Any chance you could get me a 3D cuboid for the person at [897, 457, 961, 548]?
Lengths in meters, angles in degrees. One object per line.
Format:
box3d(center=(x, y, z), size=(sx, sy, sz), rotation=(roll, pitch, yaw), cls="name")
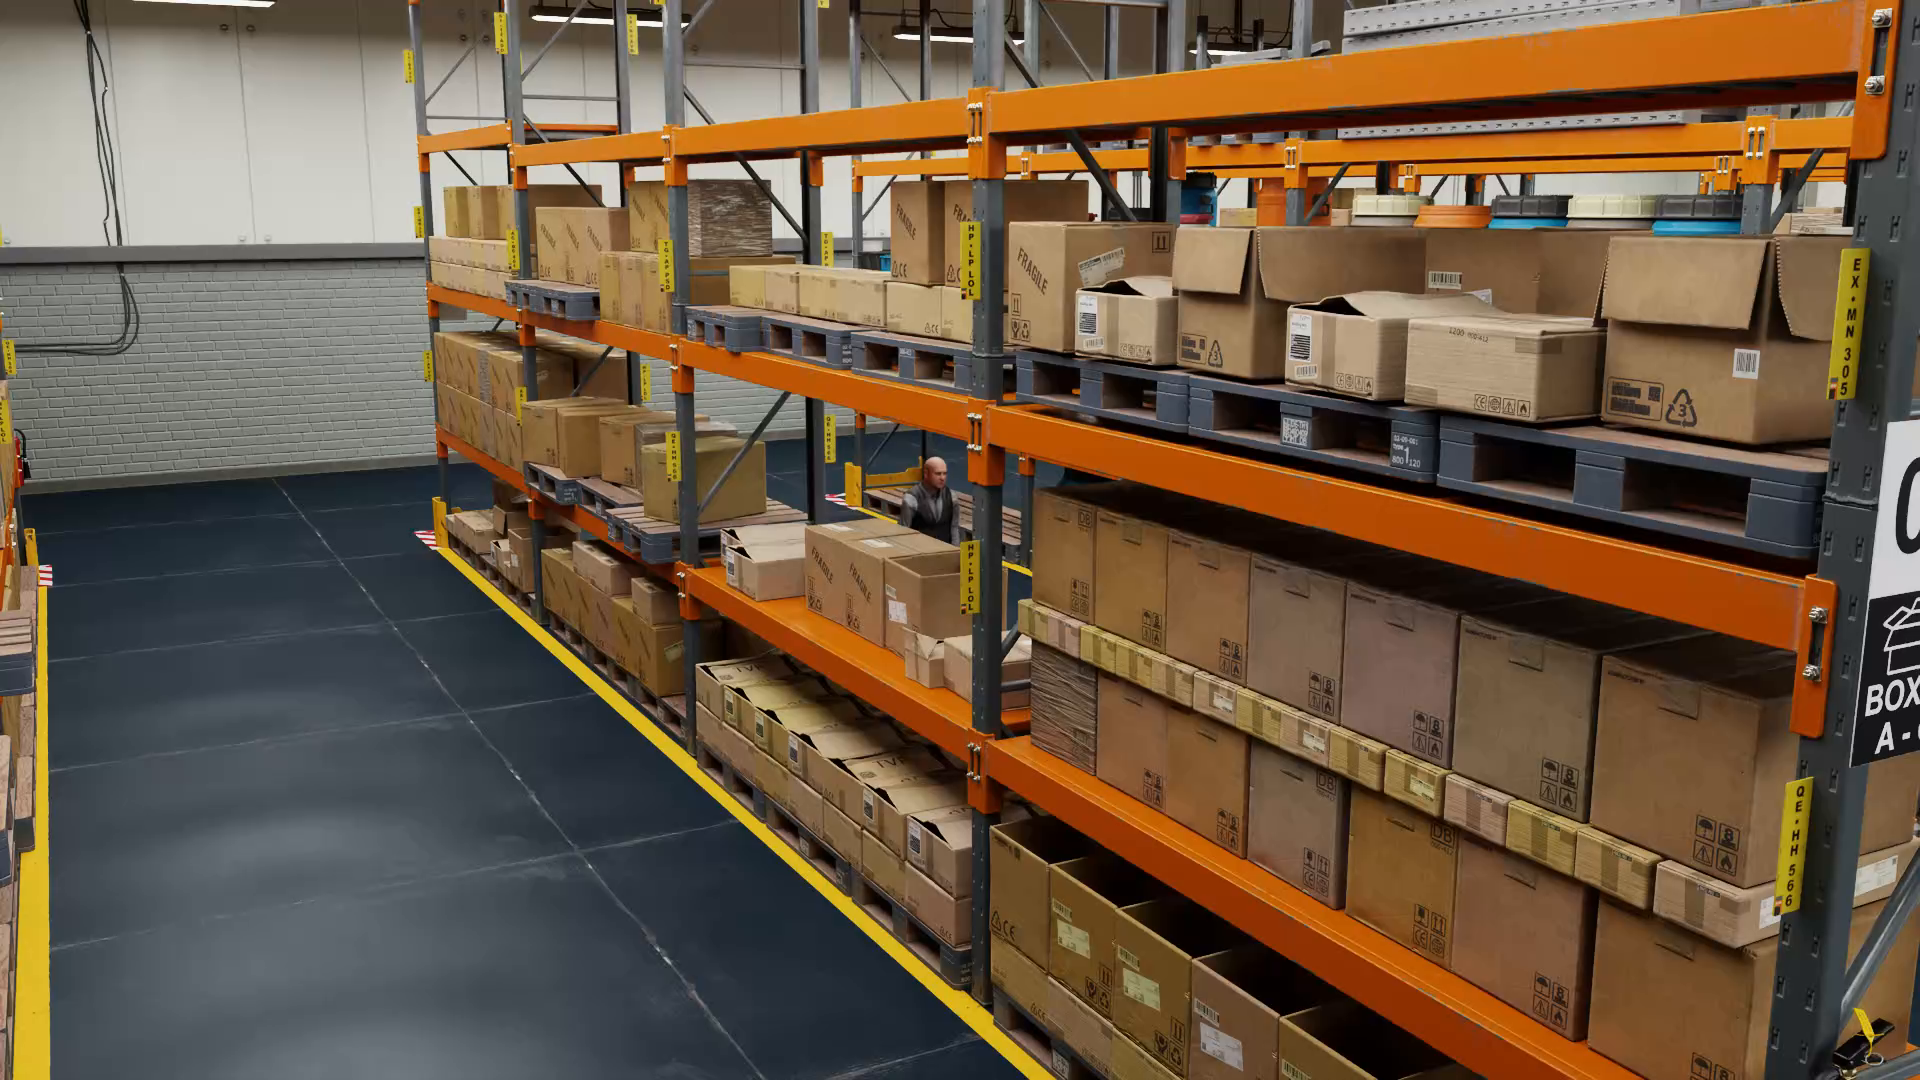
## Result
box3d(center=(-0.236, 0.194, 13.066), size=(0.581, 1.719, 0.475), rotation=(-7, 14, -31), cls="person")
